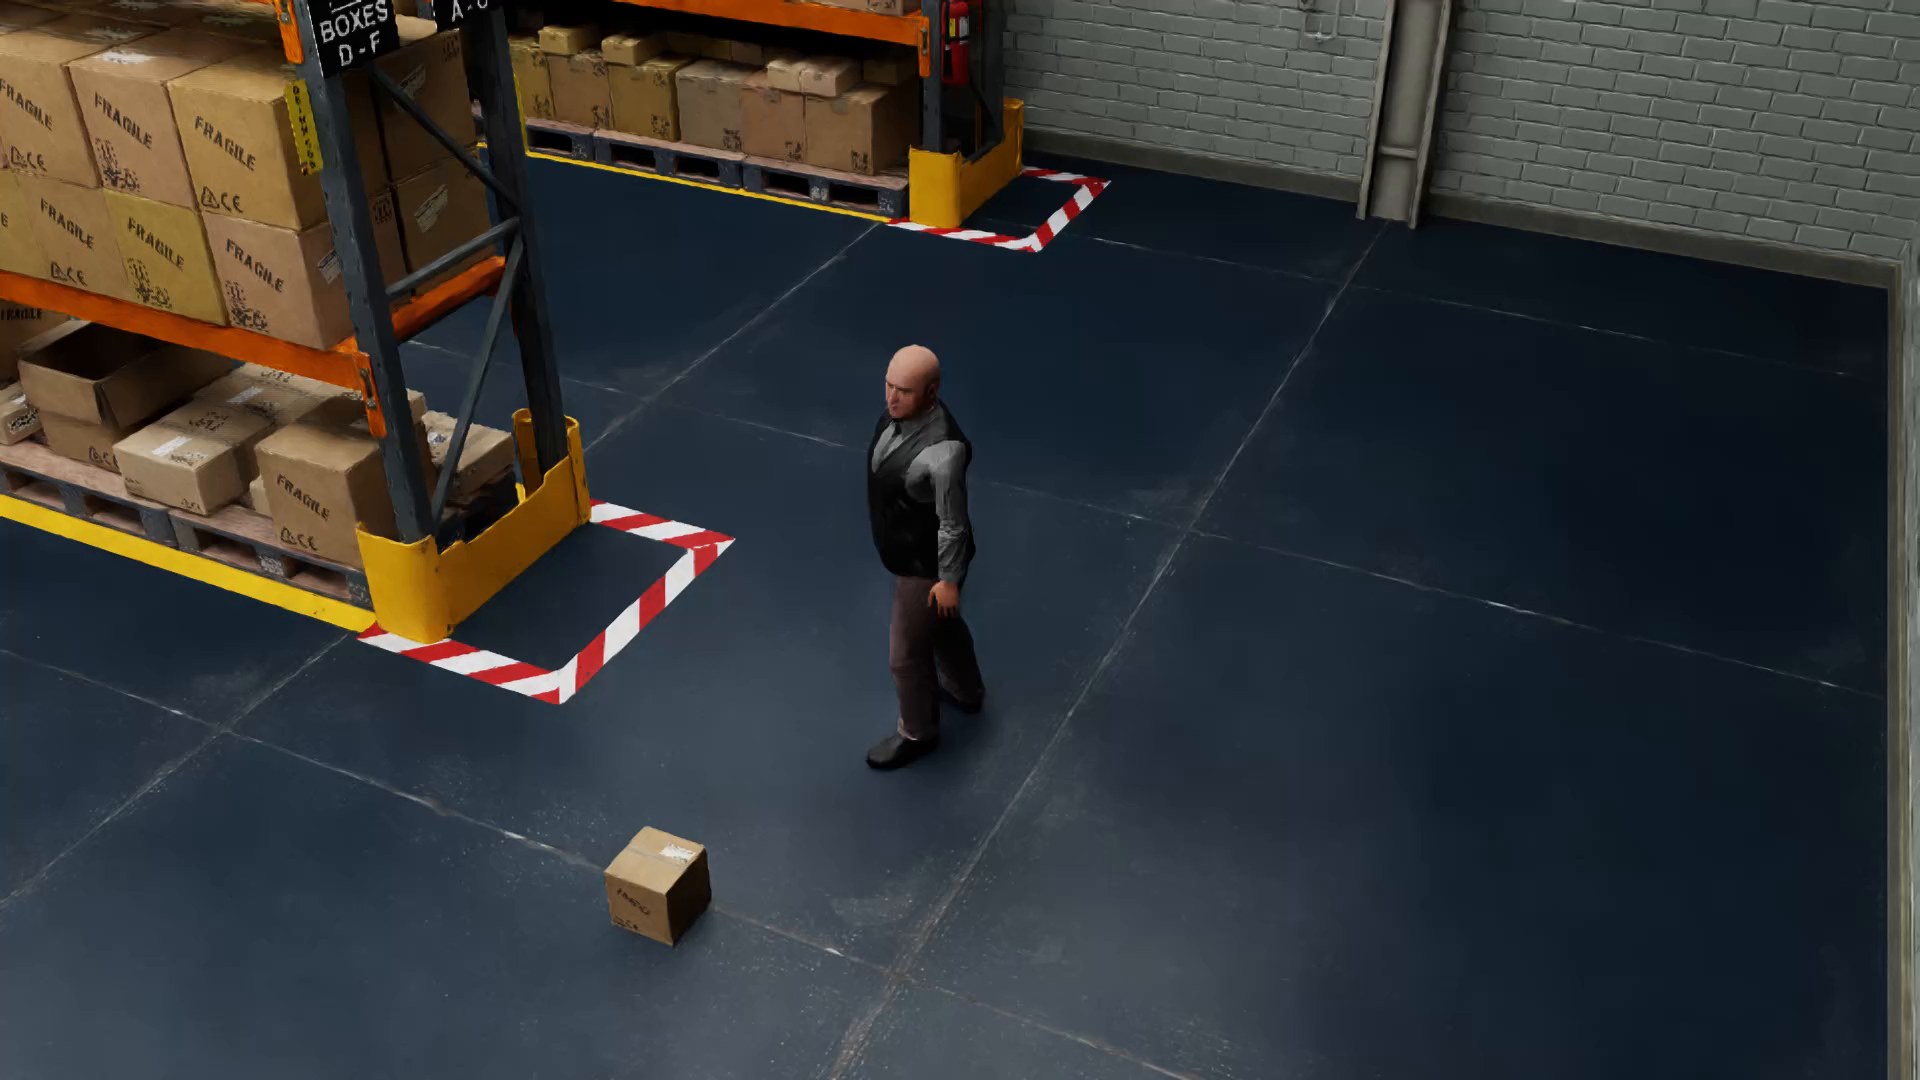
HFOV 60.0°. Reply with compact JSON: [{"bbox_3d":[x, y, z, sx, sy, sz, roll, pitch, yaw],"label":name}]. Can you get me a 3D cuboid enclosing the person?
[{"bbox_3d":[-0.143,0.041,6.101,0.529,1.721,0.598,-9,35,-13],"label":"person"}]
